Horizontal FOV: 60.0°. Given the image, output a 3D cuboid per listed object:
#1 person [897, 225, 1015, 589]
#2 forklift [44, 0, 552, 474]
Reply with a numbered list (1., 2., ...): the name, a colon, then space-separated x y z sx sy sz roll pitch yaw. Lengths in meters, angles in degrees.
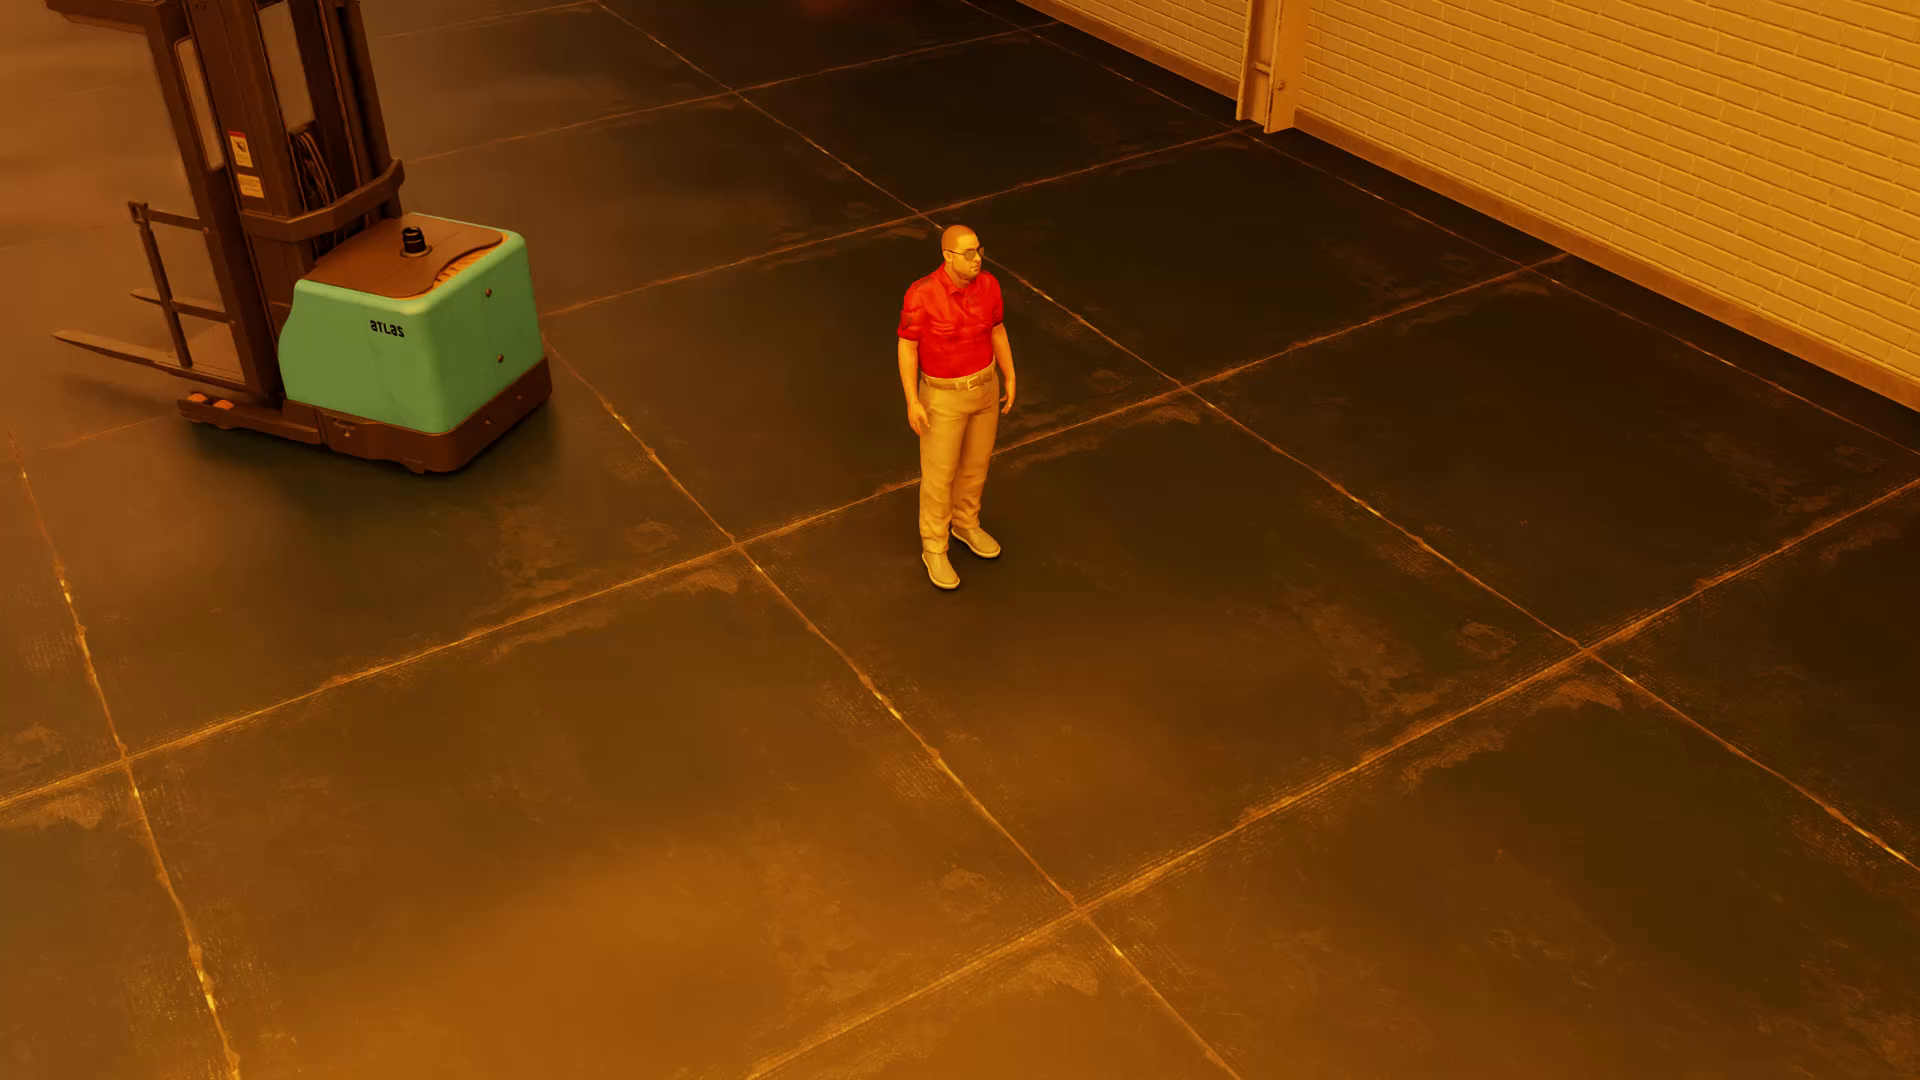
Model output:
1. person: 0.039 -0.667 8.128 0.641 1.728 0.550 -21 40 -27
2. forklift: -3.975 -2.104 9.141 3.031 2.935 1.130 13 37 18
